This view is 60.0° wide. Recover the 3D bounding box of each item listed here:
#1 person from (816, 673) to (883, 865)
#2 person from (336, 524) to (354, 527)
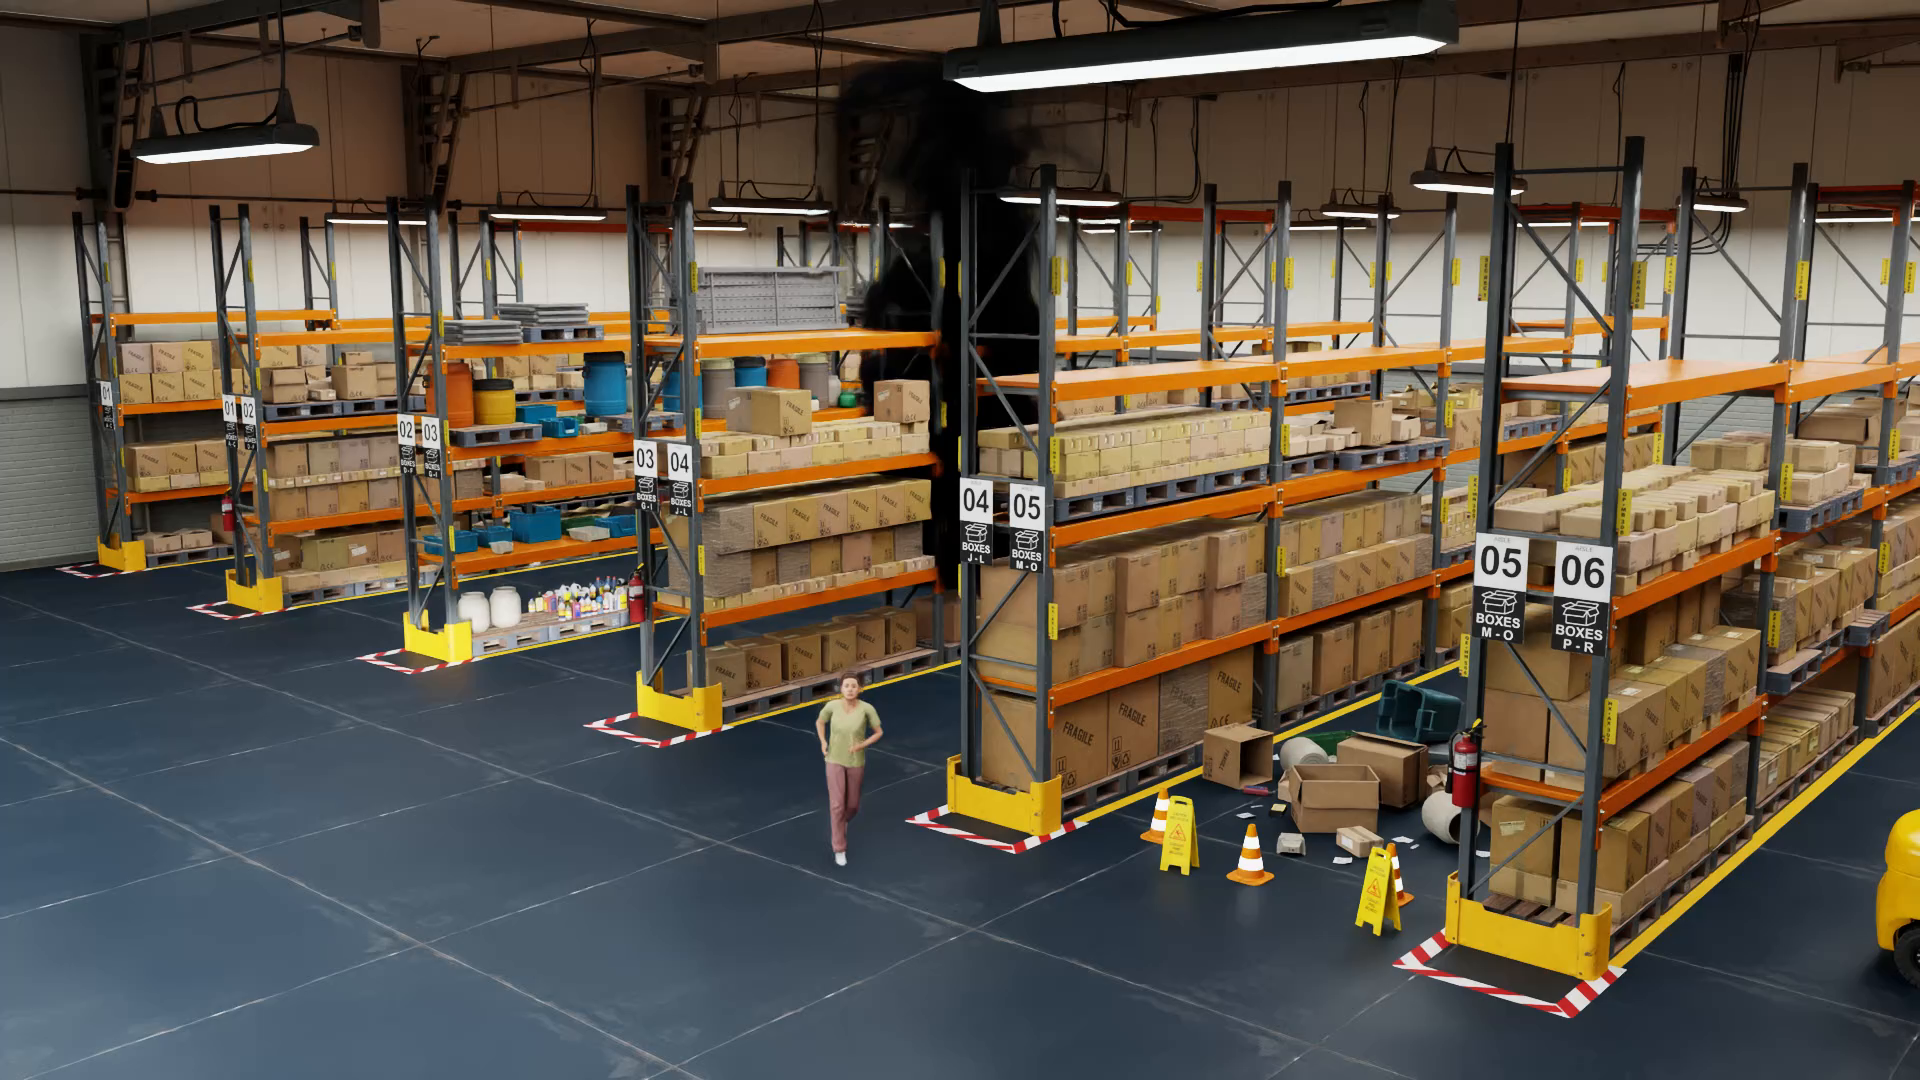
[{"bbox_3d":[-0.983,1.967,14.685,0.578,1.659,0.784,0,9,-3],"label":"person"},{"bbox_3d":[-10.314,-0.304,27.917,0.691,1.734,0.632,8,12,39],"label":"person"}]
